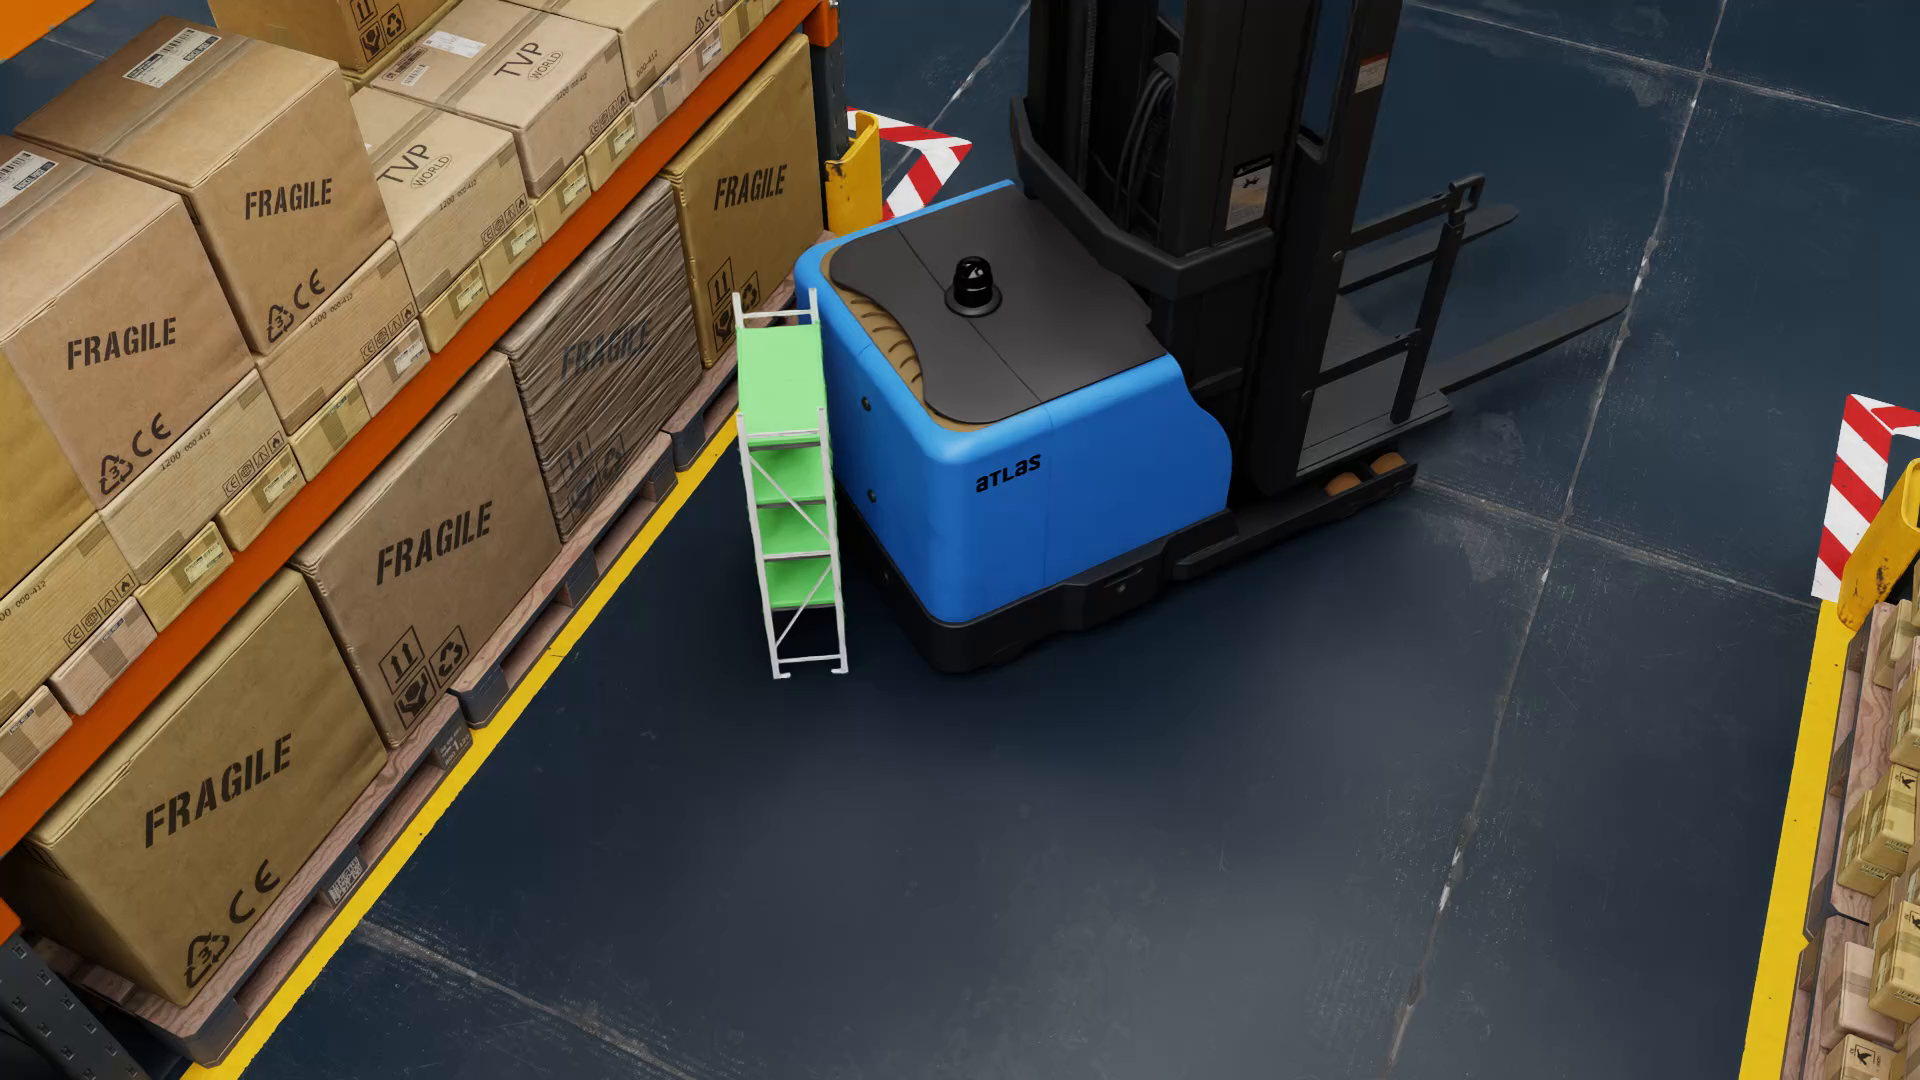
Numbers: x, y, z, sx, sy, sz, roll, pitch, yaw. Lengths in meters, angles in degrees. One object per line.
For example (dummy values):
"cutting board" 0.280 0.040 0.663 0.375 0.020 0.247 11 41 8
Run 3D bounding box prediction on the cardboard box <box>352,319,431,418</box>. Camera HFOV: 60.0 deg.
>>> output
"cardboard box" -1.636 -0.507 4.377 0.380 0.149 0.250 20 53 16

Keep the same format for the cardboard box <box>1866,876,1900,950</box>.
"cardboard box" 2.652 1.100 4.440 0.380 0.149 0.250 20 52 16

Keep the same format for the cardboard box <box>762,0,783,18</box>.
"cardboard box" -0.762 -1.921 5.580 0.380 0.149 0.250 21 53 17

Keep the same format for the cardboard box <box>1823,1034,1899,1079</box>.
"cardboard box" 2.372 1.443 4.149 0.380 0.149 0.250 20 52 16

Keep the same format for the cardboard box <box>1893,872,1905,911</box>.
"cardboard box" 2.650 1.020 4.313 0.380 0.149 0.250 18 52 14

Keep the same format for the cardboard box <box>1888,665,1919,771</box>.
"cardboard box" 2.770 0.535 4.531 0.380 0.149 0.250 20 52 16

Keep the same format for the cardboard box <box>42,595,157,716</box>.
"cardboard box" -2.077 0.205 3.771 0.380 0.149 0.250 18 52 15

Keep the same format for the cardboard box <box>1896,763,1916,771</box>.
"cardboard box" 2.883 0.753 4.736 0.380 0.149 0.250 20 53 16

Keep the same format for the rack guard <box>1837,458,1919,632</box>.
"rack guard" 3.502 0.191 5.259 1.175 0.500 0.348 20 52 16

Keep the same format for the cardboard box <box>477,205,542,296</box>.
"cardboard box" -1.415 -0.868 4.684 0.380 0.149 0.250 21 53 17

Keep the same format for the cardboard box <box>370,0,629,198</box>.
"cardboard box" -1.309 -1.283 4.775 0.500 0.250 0.500 18 52 15

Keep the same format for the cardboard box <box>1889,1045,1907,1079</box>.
"cardboard box" 2.447 1.403 3.987 0.380 0.149 0.250 22 53 18

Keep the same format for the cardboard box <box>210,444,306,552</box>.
"cardboard box" -1.854 -0.158 4.080 0.380 0.149 0.250 18 52 15

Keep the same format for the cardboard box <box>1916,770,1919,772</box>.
"cardboard box" 2.885 0.665 4.615 0.380 0.149 0.250 20 53 17

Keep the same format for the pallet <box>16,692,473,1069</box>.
"pallet" -2.221 0.805 4.926 1.003 0.211 1.213 20 52 16

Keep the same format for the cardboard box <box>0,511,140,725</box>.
"cardboard box" -2.179 0.114 3.587 0.500 0.250 0.500 19 52 15

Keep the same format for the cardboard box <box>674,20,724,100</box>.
"cardboard box" -0.980 -1.568 5.280 0.380 0.149 0.250 20 52 16

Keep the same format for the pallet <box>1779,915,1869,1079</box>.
"pallet" 2.600 1.670 4.191 1.003 0.211 1.213 20 52 16

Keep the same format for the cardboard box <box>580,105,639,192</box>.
"cardboard box" -1.197 -1.217 4.981 0.380 0.149 0.250 19 52 15

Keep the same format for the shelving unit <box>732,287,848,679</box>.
"shelving unit" -0.508 -0.139 5.081 0.258 1.200 0.503 -5 50 -4

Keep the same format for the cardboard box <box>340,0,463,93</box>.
"cardboard box" -1.791 -1.455 4.921 0.500 0.250 0.500 18 52 15

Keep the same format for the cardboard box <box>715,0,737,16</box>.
"cardboard box" -0.874 -1.982 5.370 0.500 0.250 0.500 19 52 16

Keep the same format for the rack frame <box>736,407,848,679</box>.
"rack frame" -0.482 0.045 4.924 0.240 1.200 0.015 -5 50 -4

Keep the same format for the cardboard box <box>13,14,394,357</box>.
"cardboard box" -1.745 -0.834 3.901 0.500 0.500 0.500 18 52 15

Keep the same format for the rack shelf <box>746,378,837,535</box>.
"rack shelf" -0.508 -0.254 4.947 0.258 0.148 0.480 -5 50 -4

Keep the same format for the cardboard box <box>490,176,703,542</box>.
"cardboard box" -1.497 -0.709 5.503 0.875 0.875 0.875 20 52 16

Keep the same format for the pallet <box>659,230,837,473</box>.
"pallet" -1.178 -0.875 6.356 1.003 0.211 1.213 20 52 16

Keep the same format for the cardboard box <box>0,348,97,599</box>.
"cardboard box" -2.180 -0.138 3.308 0.500 0.500 0.500 20 52 16

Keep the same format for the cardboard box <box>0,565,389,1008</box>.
"cardboard box" -2.262 0.524 4.454 0.875 0.875 0.875 20 52 16

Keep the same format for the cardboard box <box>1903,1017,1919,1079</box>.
"cardboard box" 2.438 1.291 3.887 0.380 0.149 0.250 20 52 16

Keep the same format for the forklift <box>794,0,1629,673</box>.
"forklift" 1.015 -1.357 4.980 3.031 2.935 1.130 -23 53 -18

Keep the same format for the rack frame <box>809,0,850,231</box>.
"rack frame" -0.907 -2.355 5.784 1.000 3.000 0.127 20 52 16

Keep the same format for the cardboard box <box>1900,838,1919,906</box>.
"cardboard box" 2.612 0.920 4.203 0.380 0.149 0.250 22 53 17

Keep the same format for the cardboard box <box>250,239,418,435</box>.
"cardboard box" -1.746 -0.586 4.182 0.500 0.250 0.500 21 53 17

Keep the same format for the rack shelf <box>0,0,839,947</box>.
"rack shelf" -1.762 -0.744 4.886 1.077 0.370 4.000 20 52 16

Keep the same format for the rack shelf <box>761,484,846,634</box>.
"rack shelf" -0.508 0.057 5.312 0.258 0.148 0.480 -5 50 -4
